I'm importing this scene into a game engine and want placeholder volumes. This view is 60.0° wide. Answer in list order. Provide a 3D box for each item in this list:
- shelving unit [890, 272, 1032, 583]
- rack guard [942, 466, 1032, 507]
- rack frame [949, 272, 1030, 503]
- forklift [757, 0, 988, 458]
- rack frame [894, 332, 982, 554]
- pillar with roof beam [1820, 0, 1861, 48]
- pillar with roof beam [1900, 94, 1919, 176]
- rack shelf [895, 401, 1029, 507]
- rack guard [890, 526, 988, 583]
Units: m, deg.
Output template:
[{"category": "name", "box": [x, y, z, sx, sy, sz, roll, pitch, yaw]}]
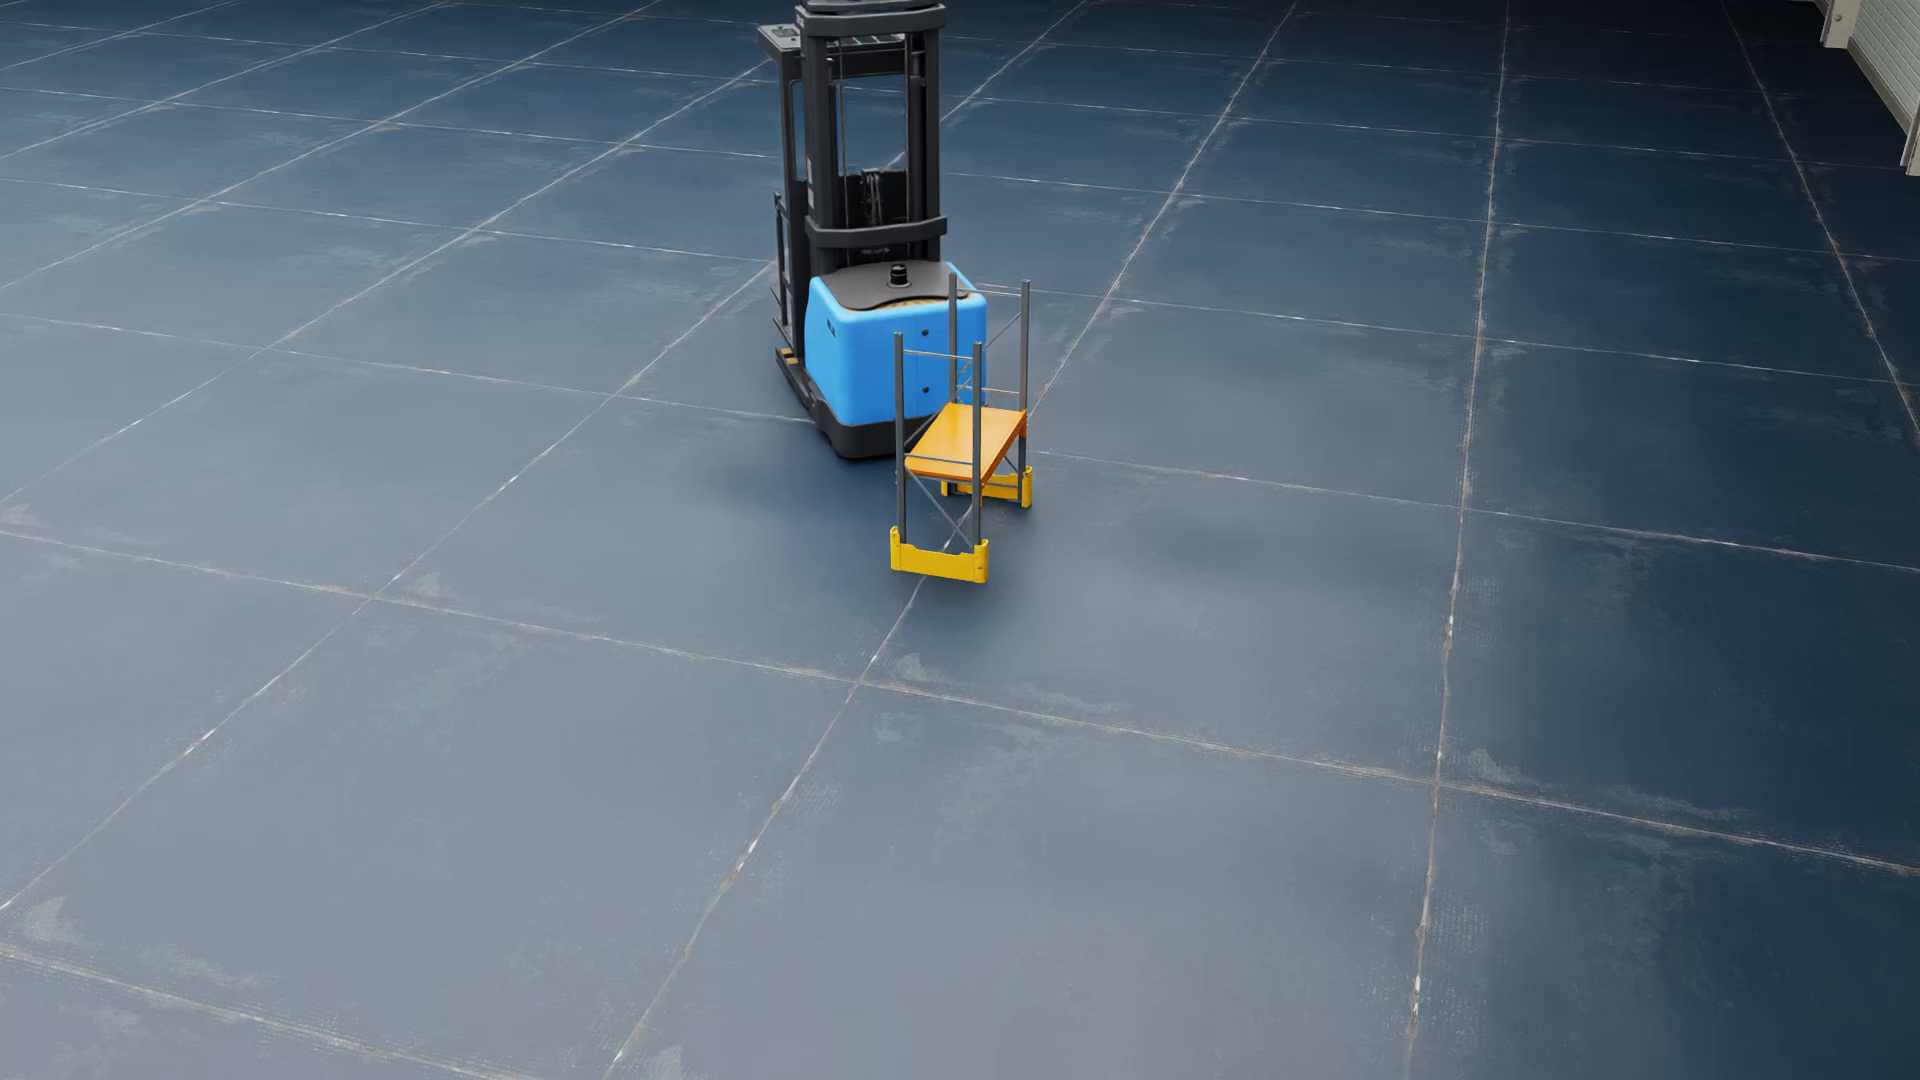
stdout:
[{"category": "shelving unit", "box": [0.022, -0.691, 9.949, 0.587, 1.500, 1.083, 8, 30, 15]}, {"category": "rack guard", "box": [0.169, -0.376, 10.669, 0.587, 0.250, 0.087, 8, 30, 15]}, {"category": "rack frame", "box": [0.174, -0.931, 10.381, 0.500, 1.500, 0.032, 8, 30, 15]}, {"category": "forklift", "box": [-0.753, -2.527, 11.778, 1.130, 2.935, 3.031, -9, 30, -16]}, {"category": "rack frame", "box": [-0.124, -0.459, 9.532, 0.500, 1.500, 0.032, 8, 30, 15]}, {"category": "pillar with roof beam", "box": [7.492, -11.123, 20.987, 9.100, 9.000, 0.400, 8, 30, 15]}, {"category": "pillar with roof beam", "box": [5.731, -8.334, 15.975, 9.100, 9.000, 0.400, 8, 30, 15]}, {"category": "rack shelf", "box": [0.025, -0.538, 10.044, 0.538, 0.185, 1.000, 8, 30, 15]}, {"category": "rack guard", "box": [-0.124, 0.087, 9.837, 0.587, 0.250, 0.087, 8, 30, 15]}]
